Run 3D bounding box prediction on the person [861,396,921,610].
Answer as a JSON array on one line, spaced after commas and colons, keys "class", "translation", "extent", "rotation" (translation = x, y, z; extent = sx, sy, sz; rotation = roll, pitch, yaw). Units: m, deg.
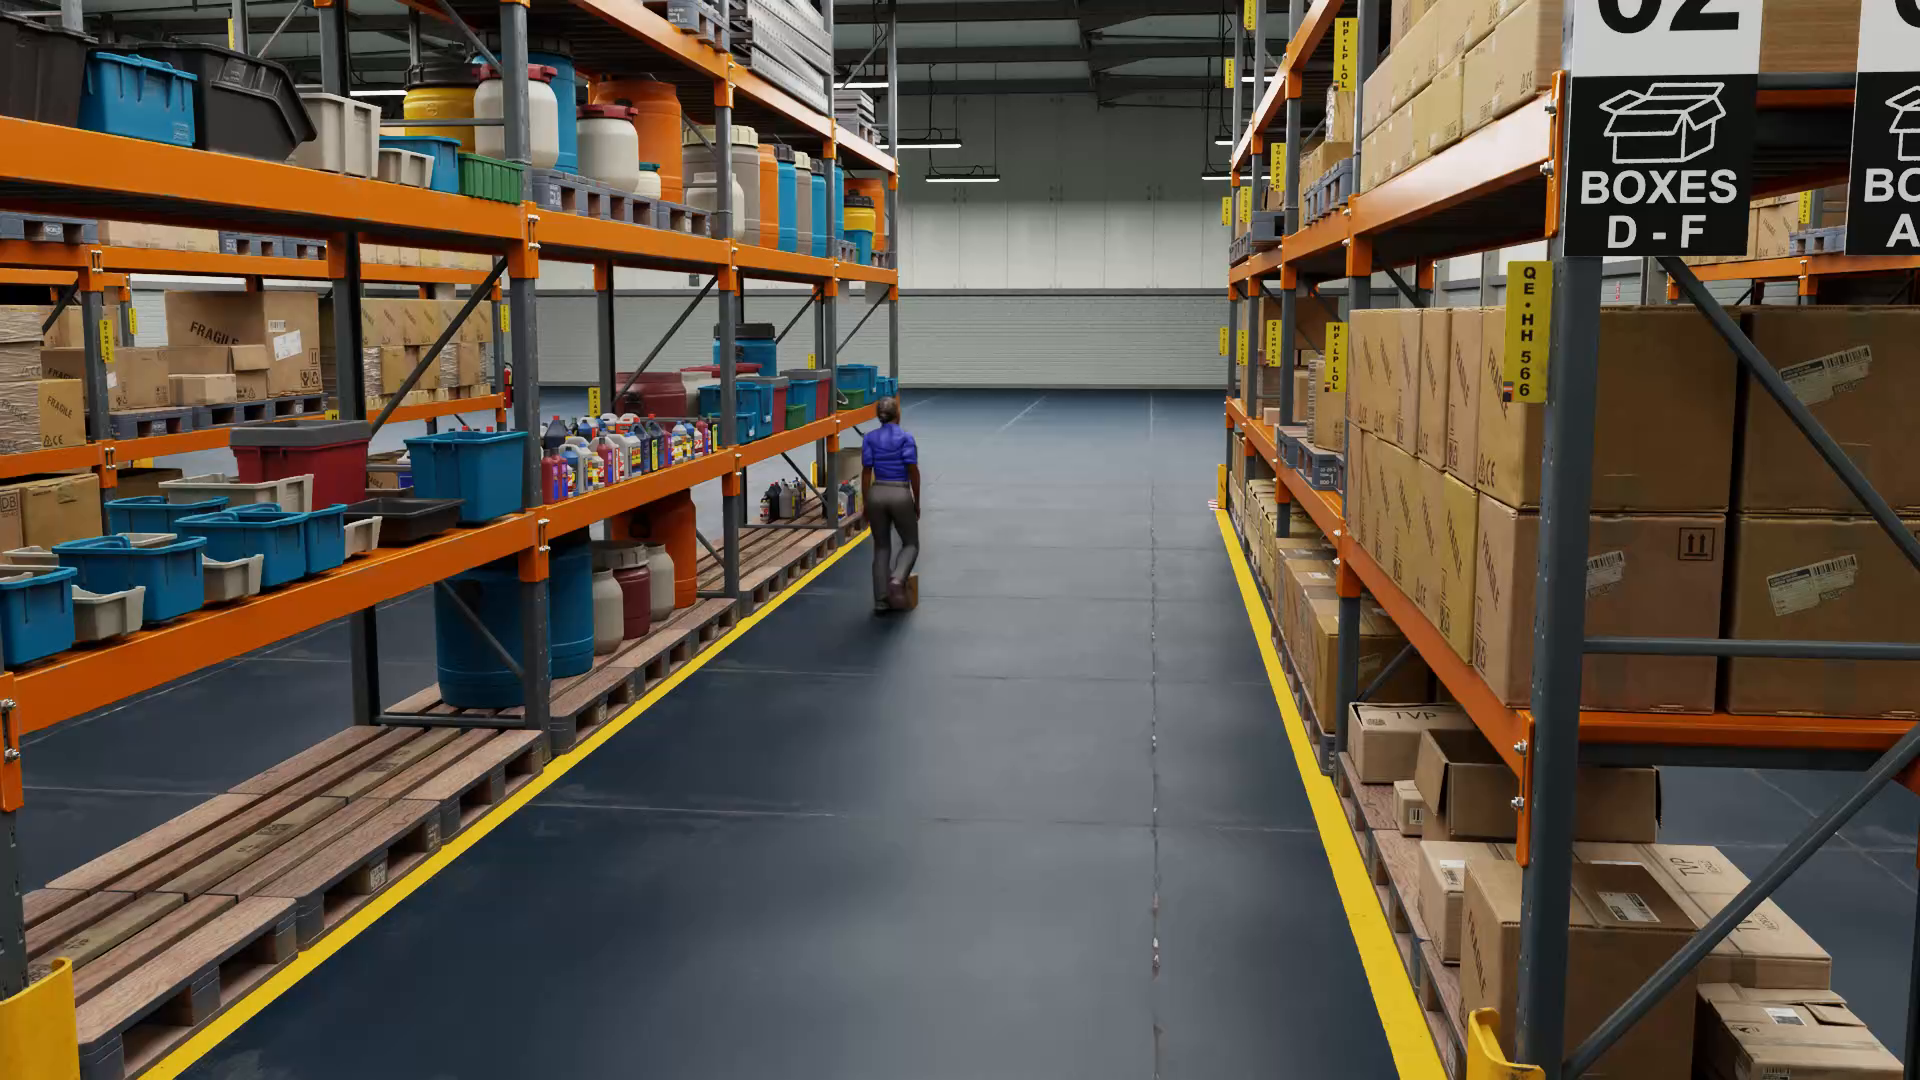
[{"class": "person", "translation": [-0.539, -0.218, 12.689], "extent": [0.480, 1.548, 0.488], "rotation": [2, 8, 14]}]
